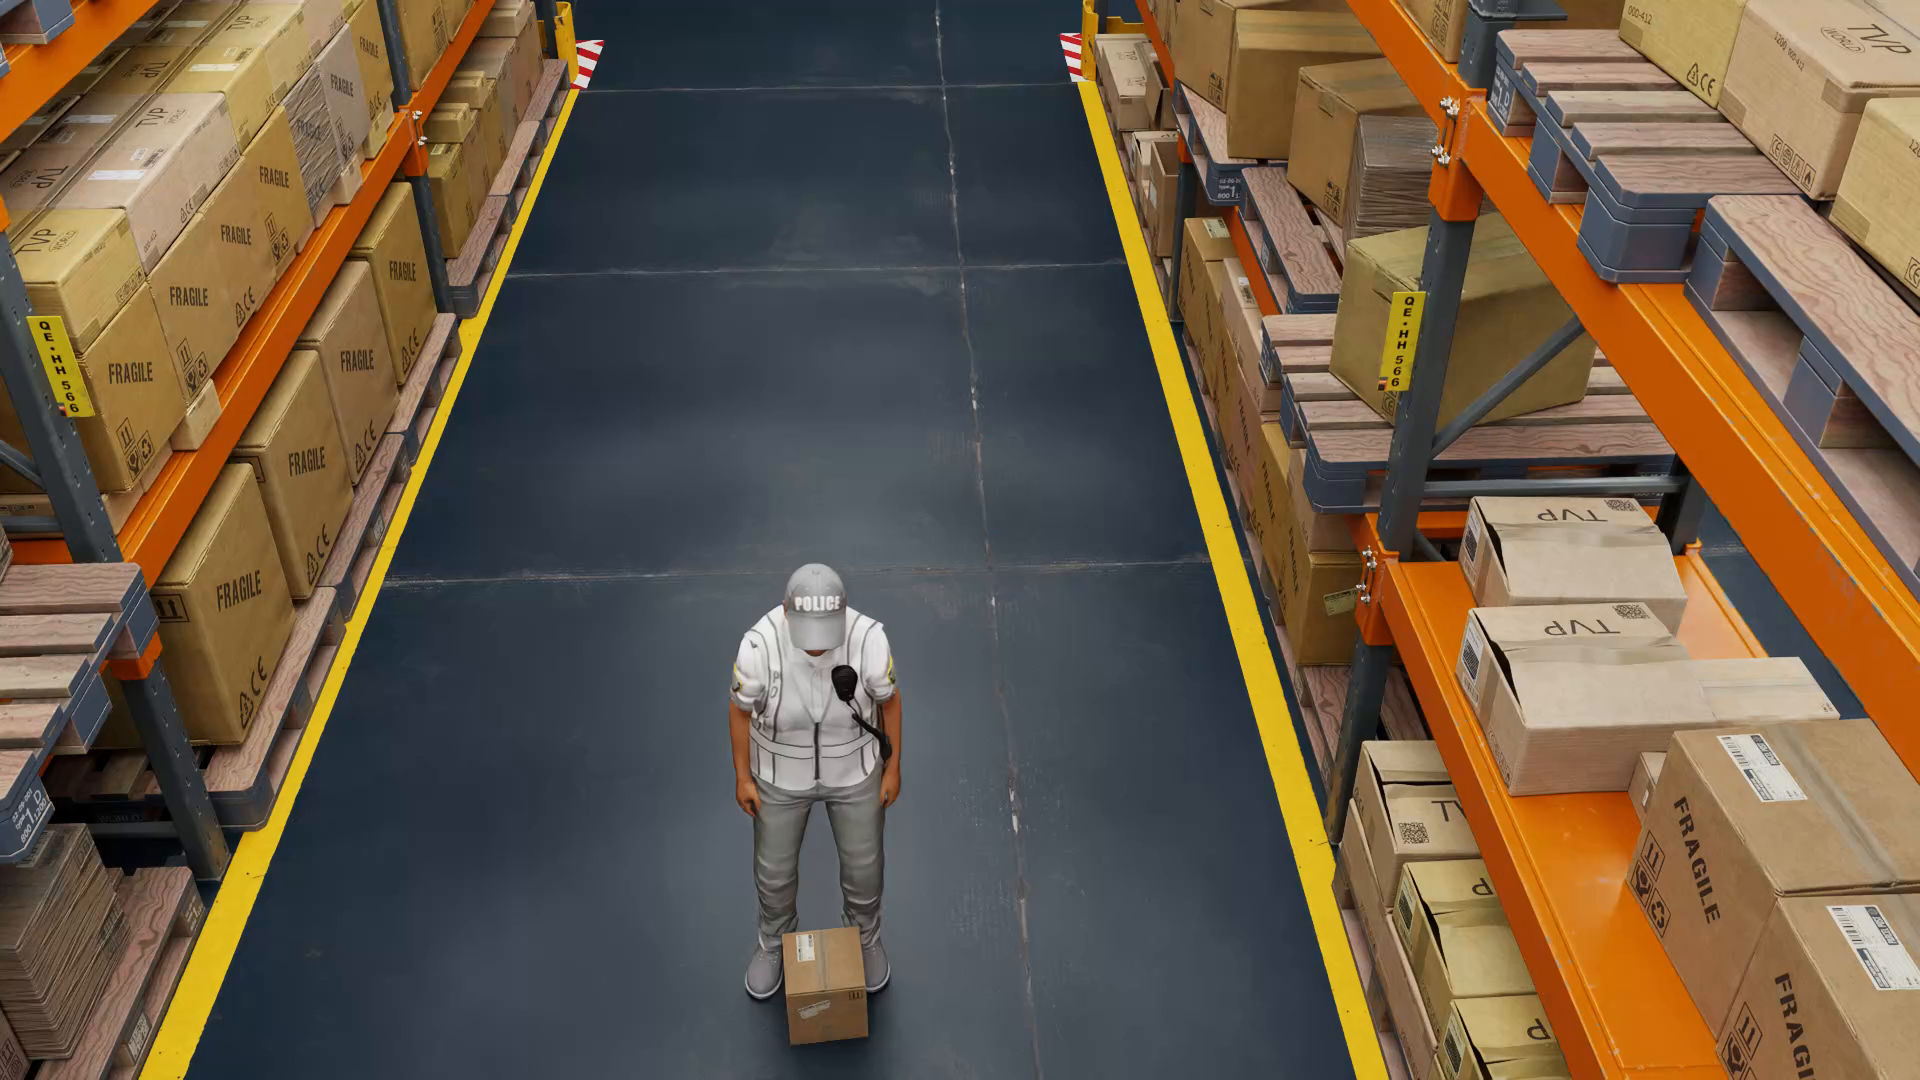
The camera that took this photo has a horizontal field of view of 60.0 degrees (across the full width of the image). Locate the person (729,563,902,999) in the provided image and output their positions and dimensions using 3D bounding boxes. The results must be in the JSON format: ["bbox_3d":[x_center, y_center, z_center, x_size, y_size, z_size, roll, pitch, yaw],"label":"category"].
[{"bbox_3d":[-0.445,0.731,5.114,0.549,1.664,0.470,-3,36,-4],"label":"person"}]
